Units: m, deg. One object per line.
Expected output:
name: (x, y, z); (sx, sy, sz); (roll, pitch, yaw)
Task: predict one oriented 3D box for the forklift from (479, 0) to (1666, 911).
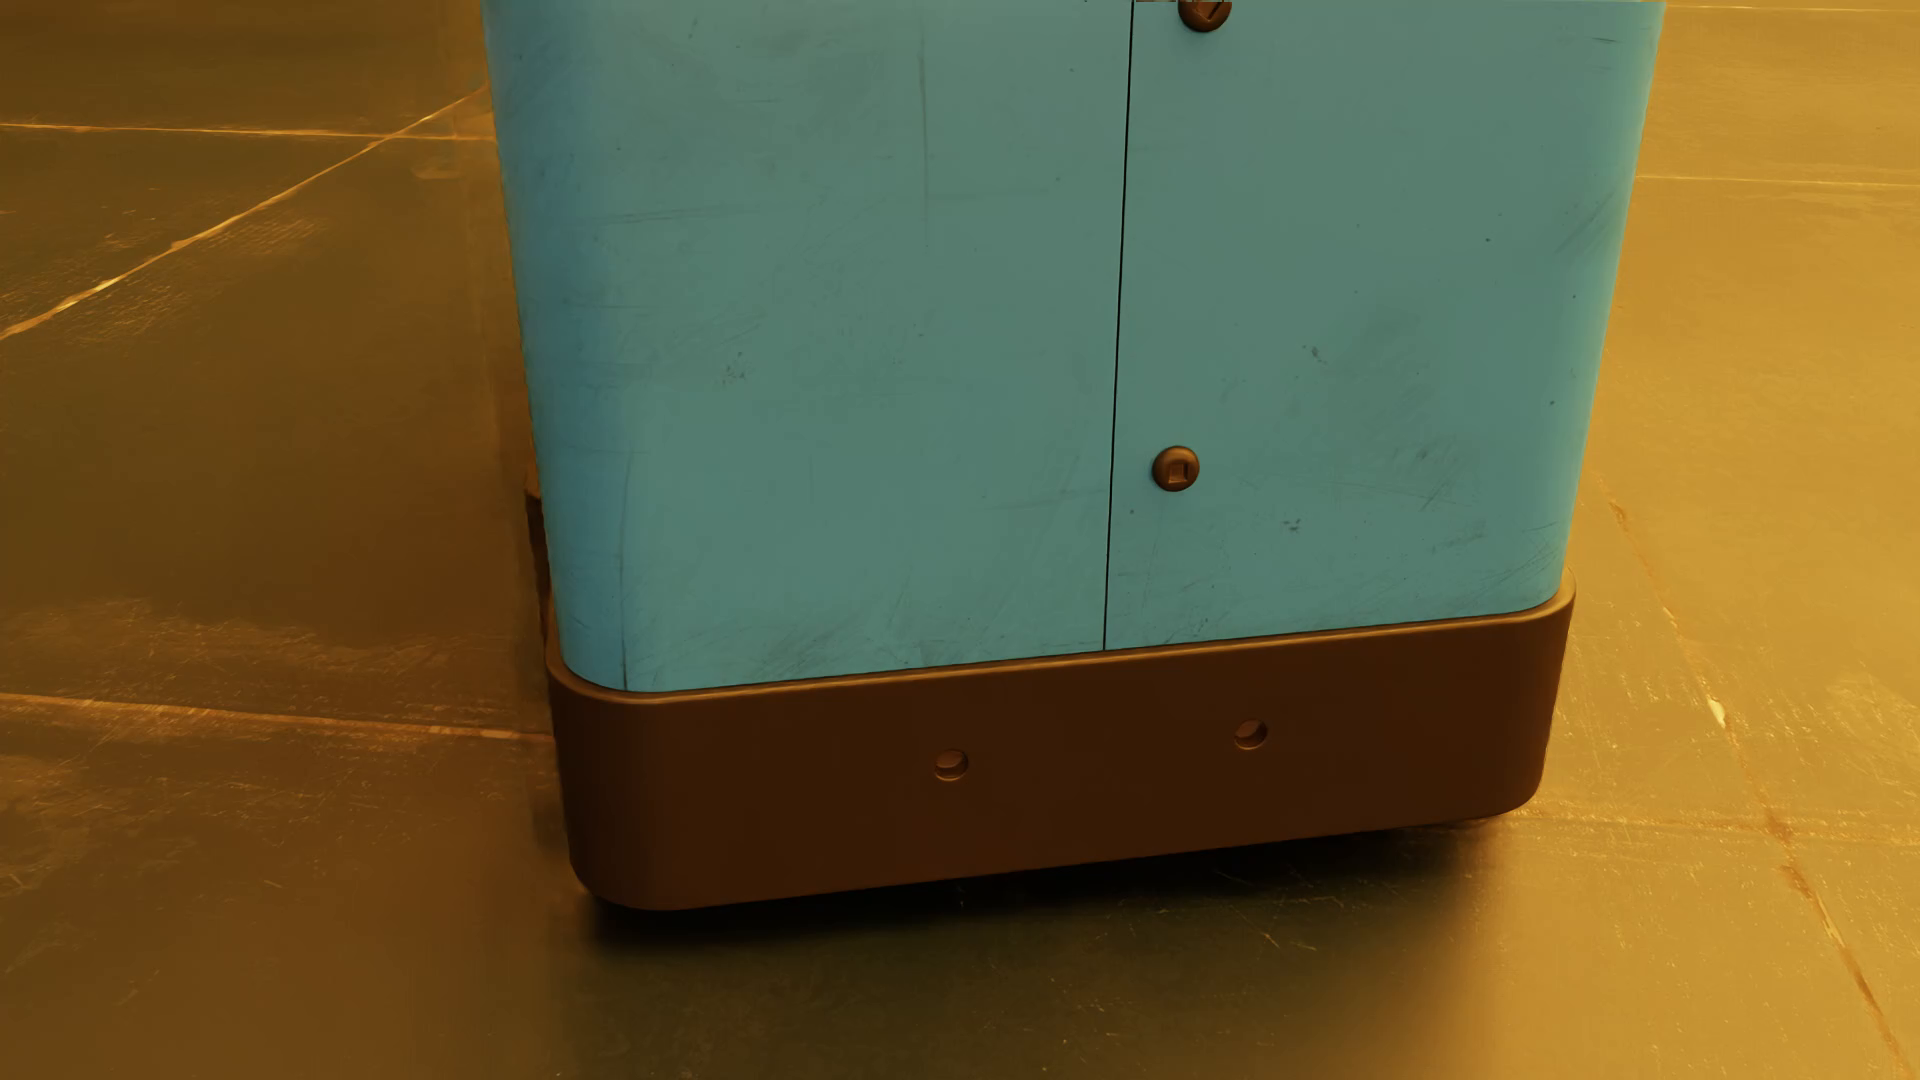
forklift: (-0.132, -1.585, 2.395); (1.130, 2.935, 3.031); (-5, 27, -9)
